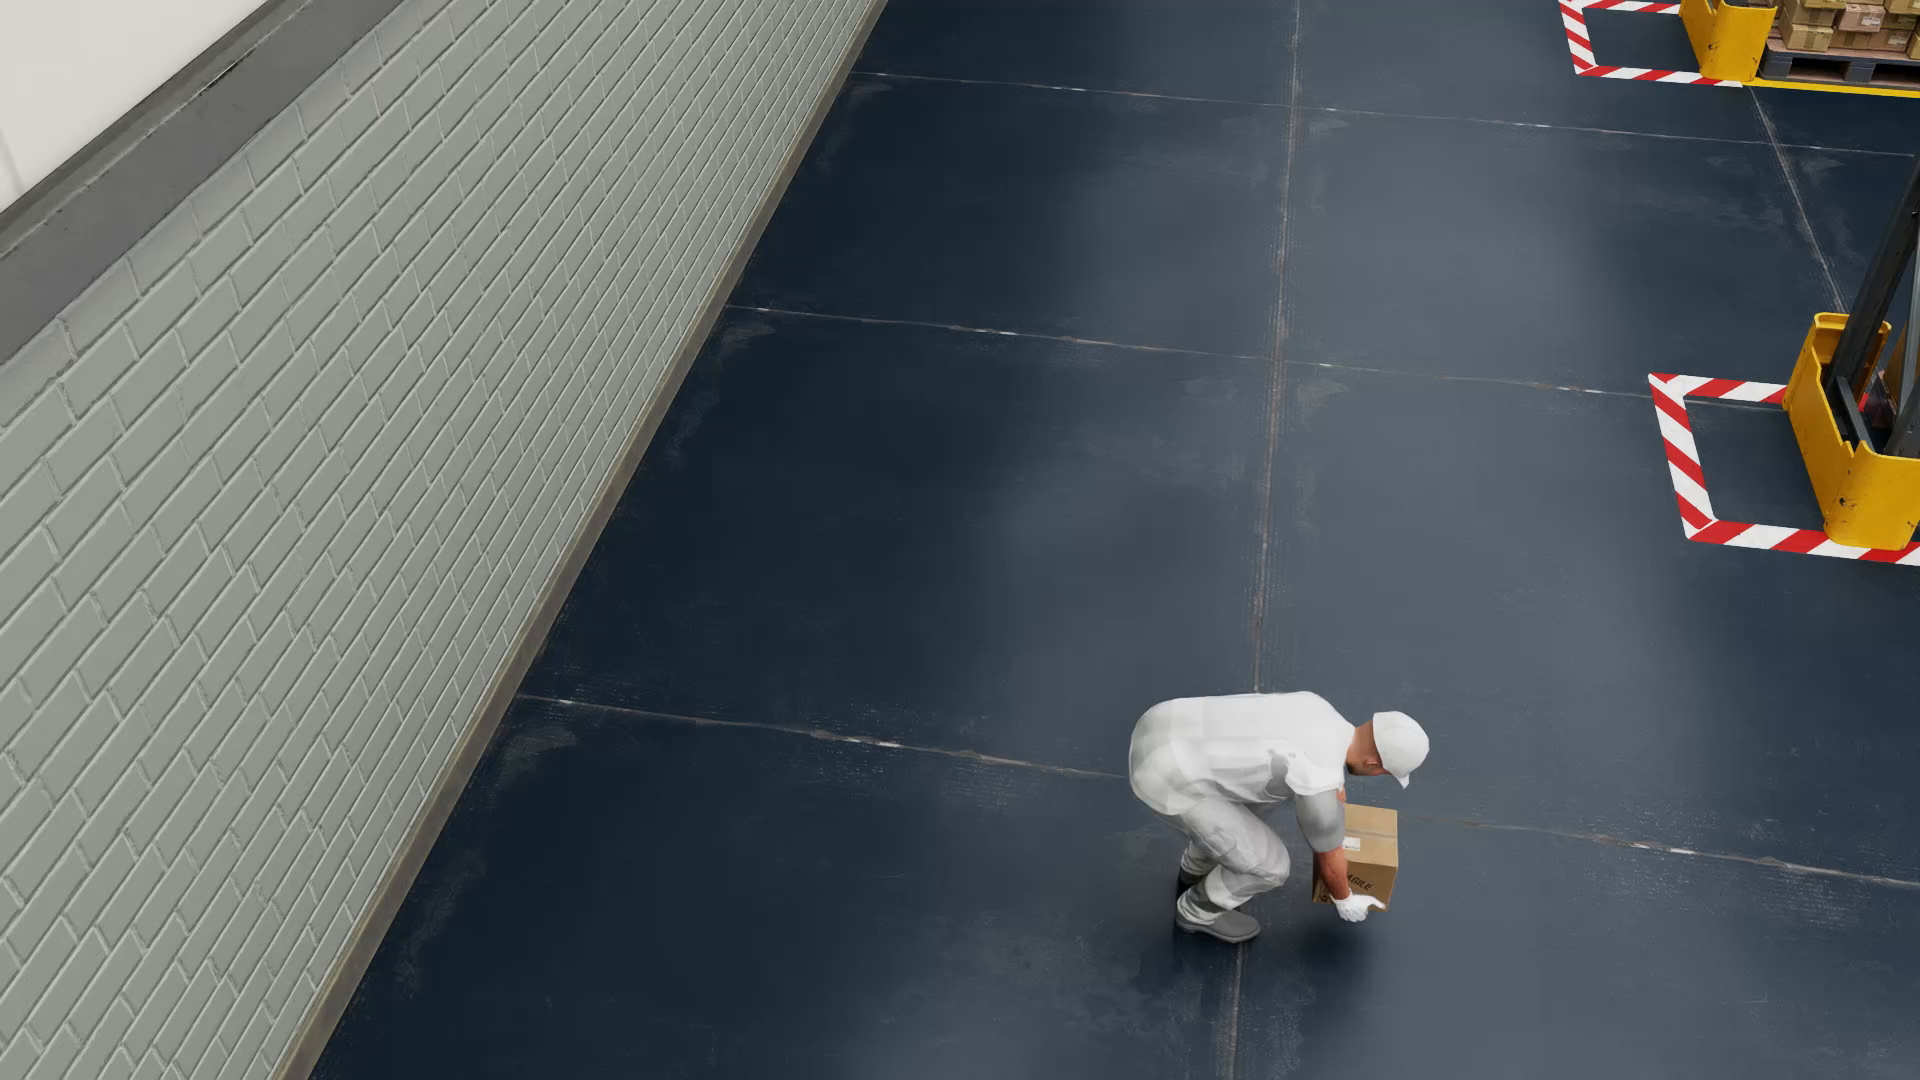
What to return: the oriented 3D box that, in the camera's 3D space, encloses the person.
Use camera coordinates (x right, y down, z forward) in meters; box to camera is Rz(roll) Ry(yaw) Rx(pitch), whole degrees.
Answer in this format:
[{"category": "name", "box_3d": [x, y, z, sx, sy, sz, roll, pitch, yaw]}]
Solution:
[{"category": "person", "box_3d": [1.037, 0.931, 5.654, 0.956, 0.990, 0.521, 5, 40, 6]}]
